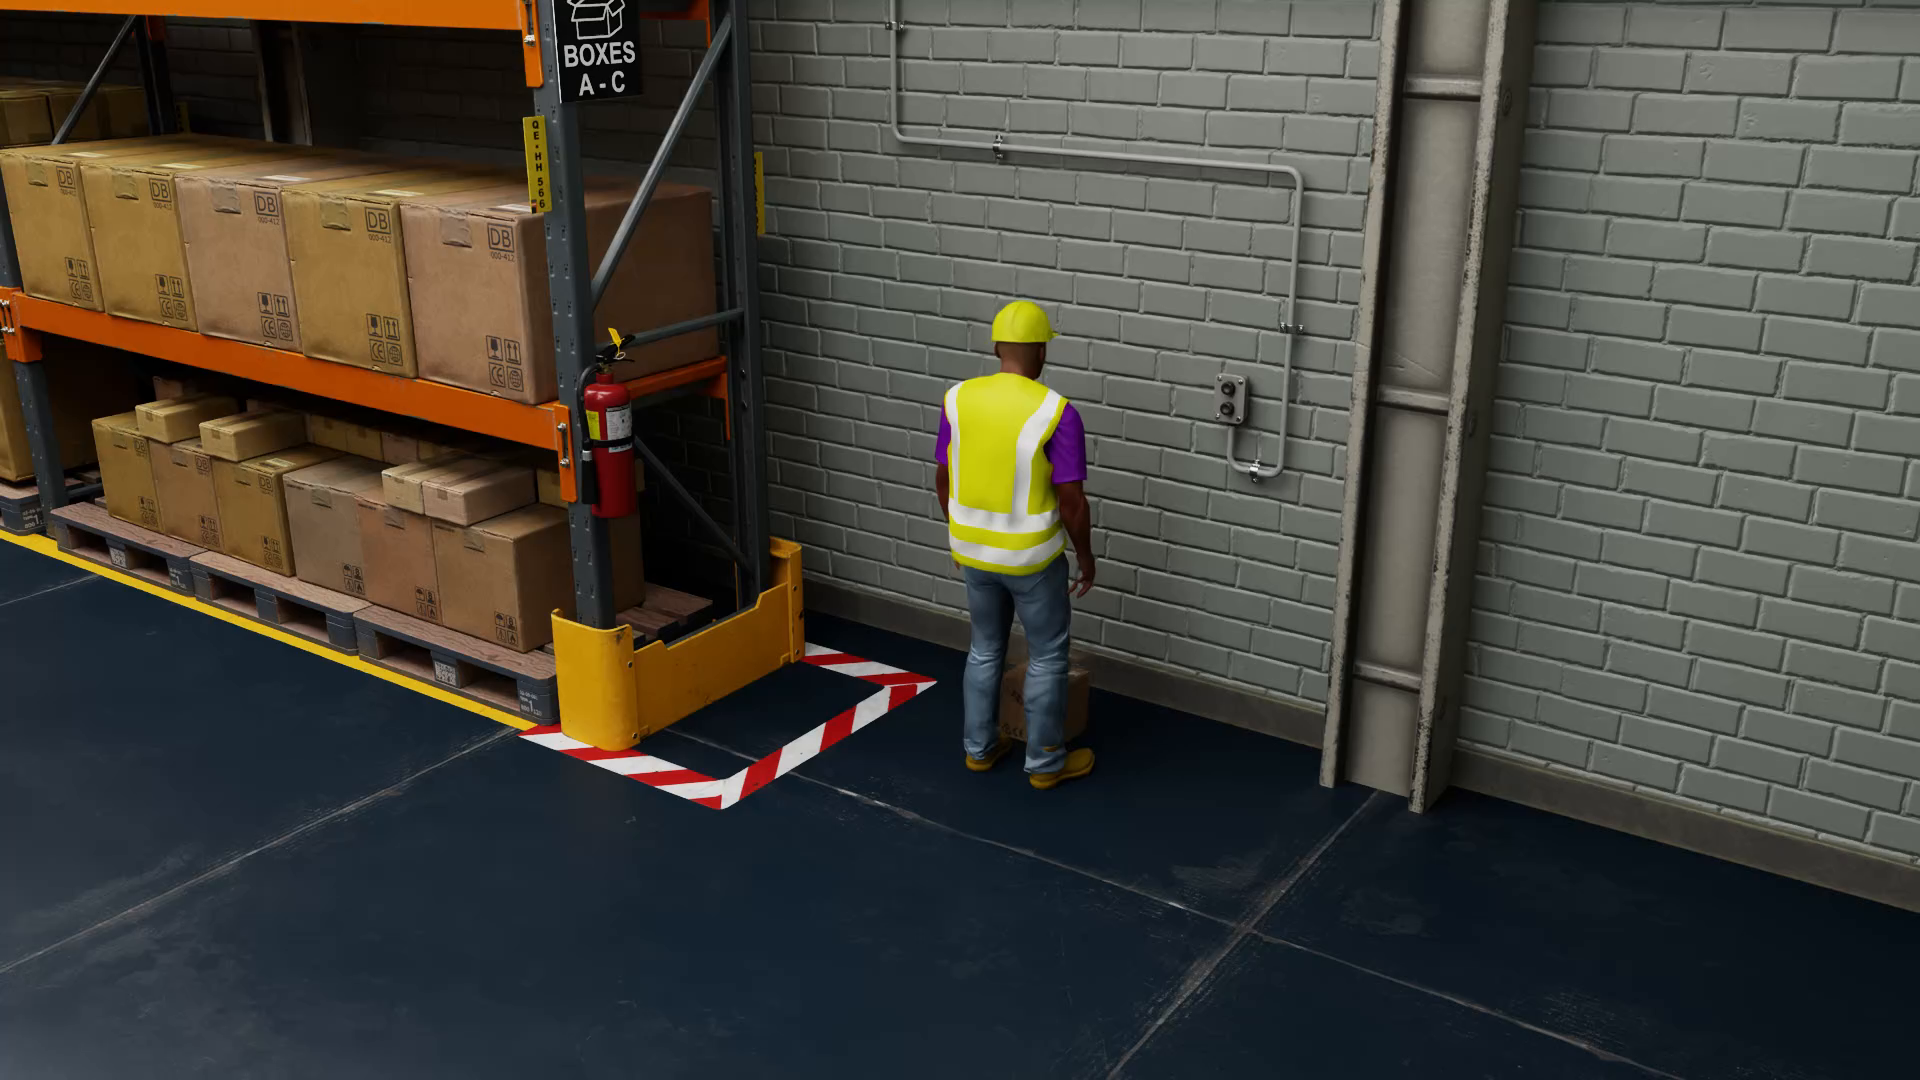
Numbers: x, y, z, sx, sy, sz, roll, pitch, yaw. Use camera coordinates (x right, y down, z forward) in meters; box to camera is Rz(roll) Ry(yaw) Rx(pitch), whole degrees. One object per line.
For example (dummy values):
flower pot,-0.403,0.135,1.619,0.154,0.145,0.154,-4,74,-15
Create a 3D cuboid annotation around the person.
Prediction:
person,0.199,0.024,5.975,0.606,1.762,0.449,12,23,30
